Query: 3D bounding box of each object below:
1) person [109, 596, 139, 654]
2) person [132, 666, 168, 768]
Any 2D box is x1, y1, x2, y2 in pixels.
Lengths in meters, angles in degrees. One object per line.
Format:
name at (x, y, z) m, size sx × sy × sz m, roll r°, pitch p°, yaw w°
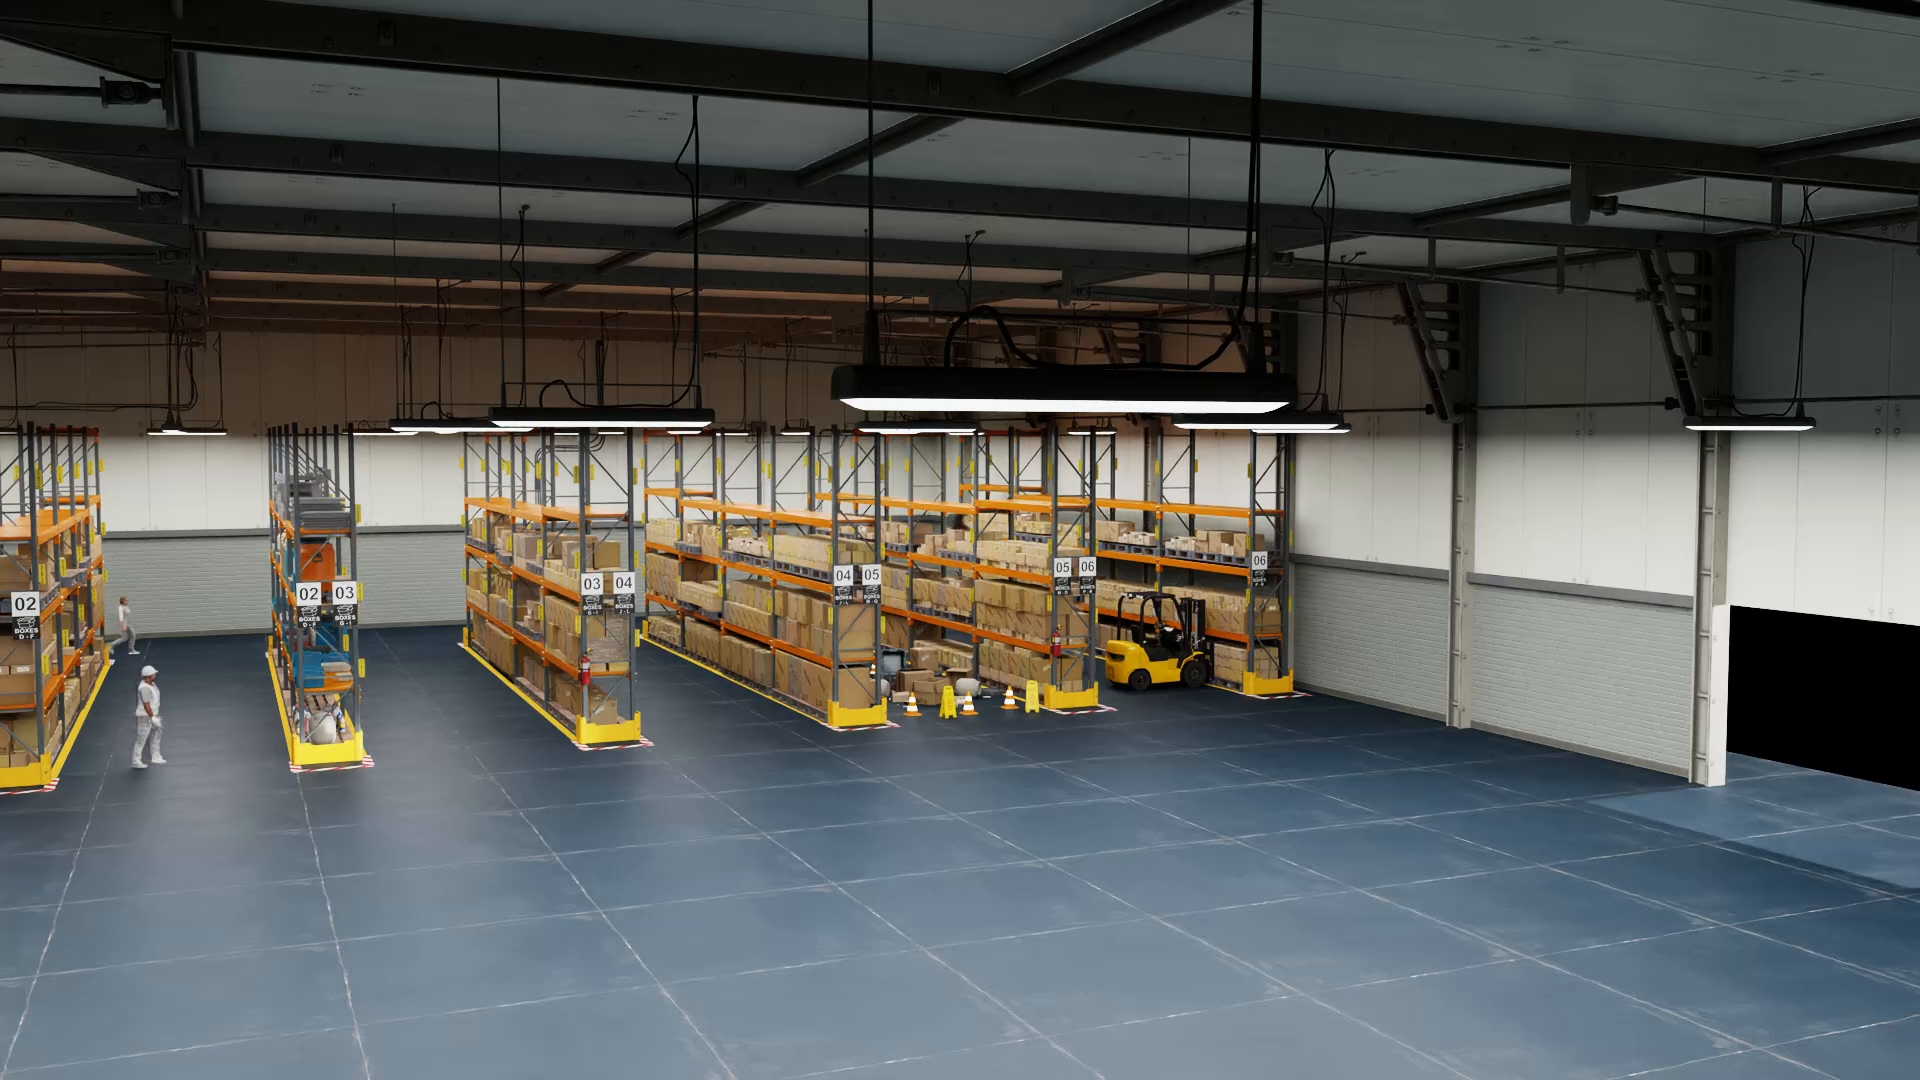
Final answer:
person at (-22.059, 2.271, 43.804) m, size 0.757 × 1.522 × 0.485 m, roll -1°, pitch 4°, yaw -10°
person at (-14.151, 3.095, 29.050) m, size 0.541 × 1.830 × 0.712 m, roll -1°, pitch 4°, yaw -11°
